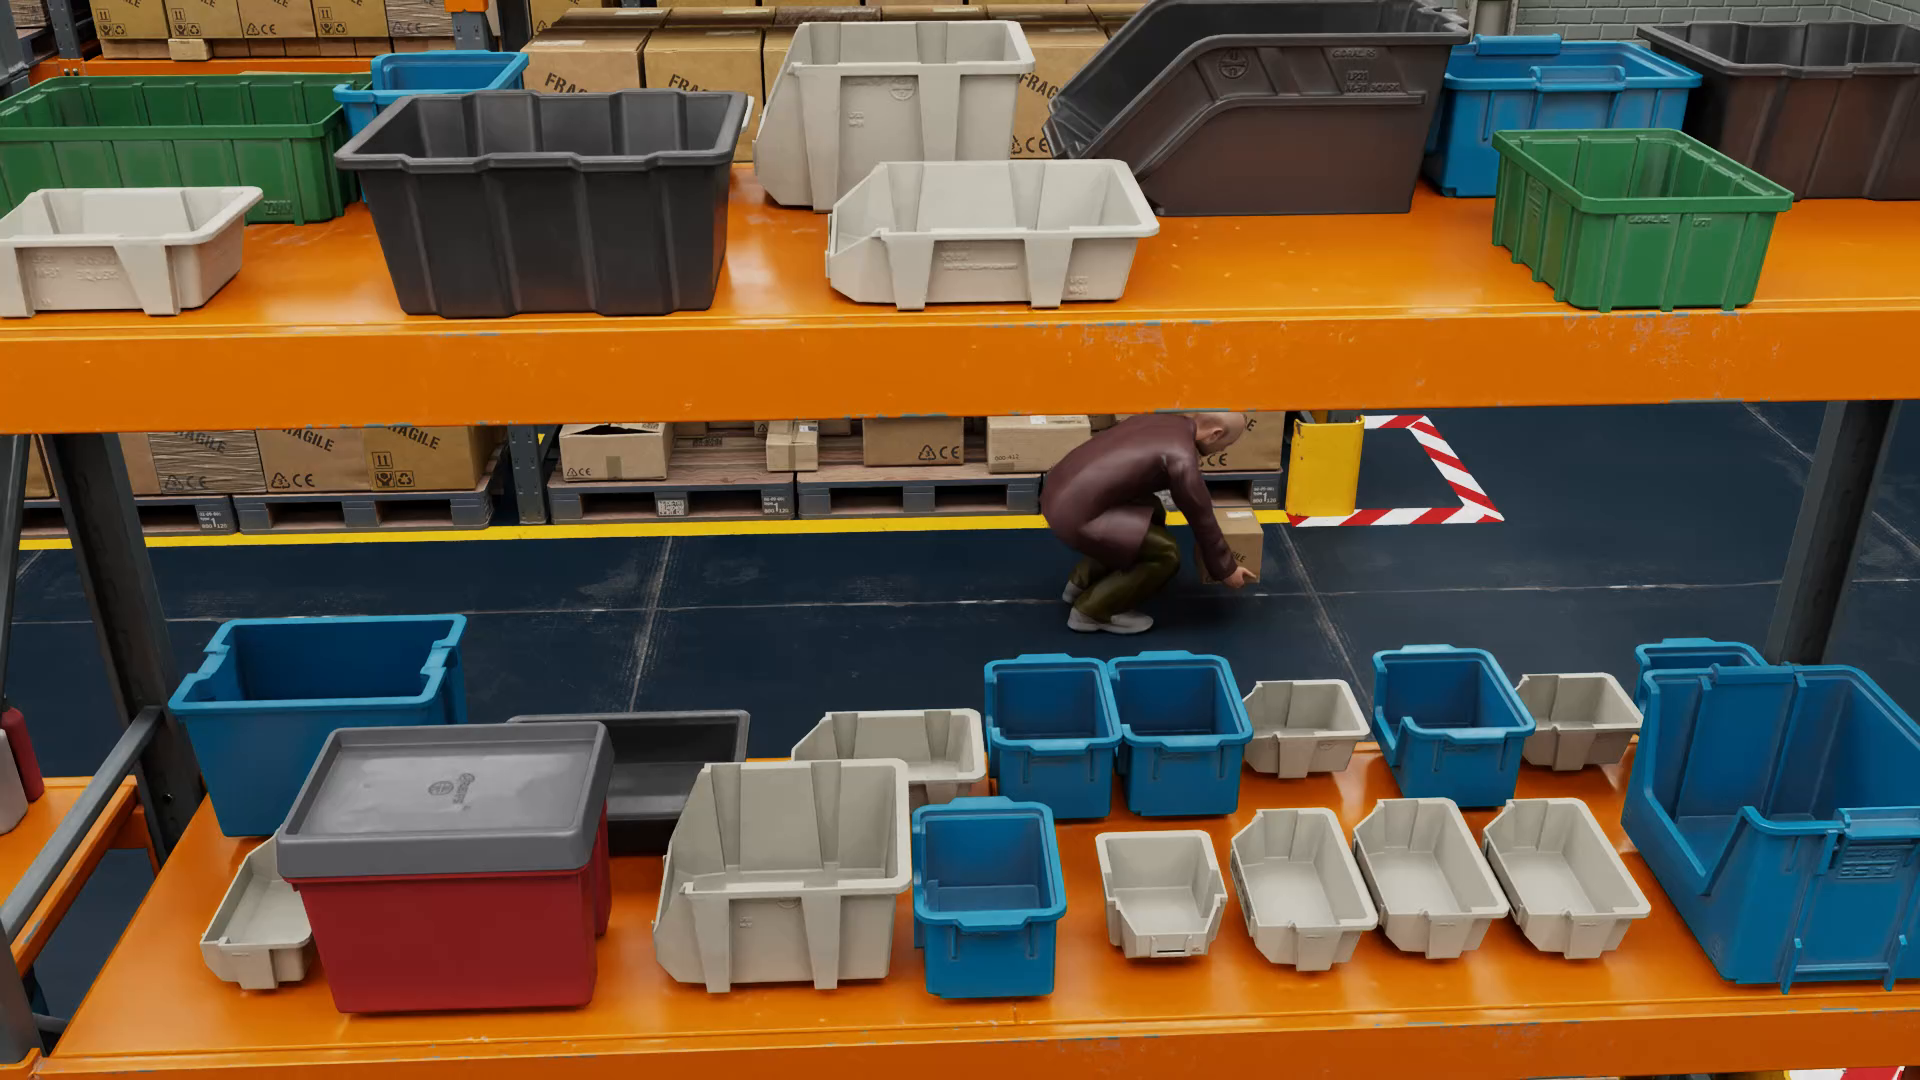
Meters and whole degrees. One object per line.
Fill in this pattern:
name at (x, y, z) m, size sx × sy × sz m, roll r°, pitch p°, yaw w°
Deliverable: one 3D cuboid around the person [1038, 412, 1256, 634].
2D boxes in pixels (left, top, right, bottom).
person at (0.814, -0.117, 7.217) m, size 0.948 × 1.000 × 0.569 m, roll -2°, pitch 27°, yaw -4°
